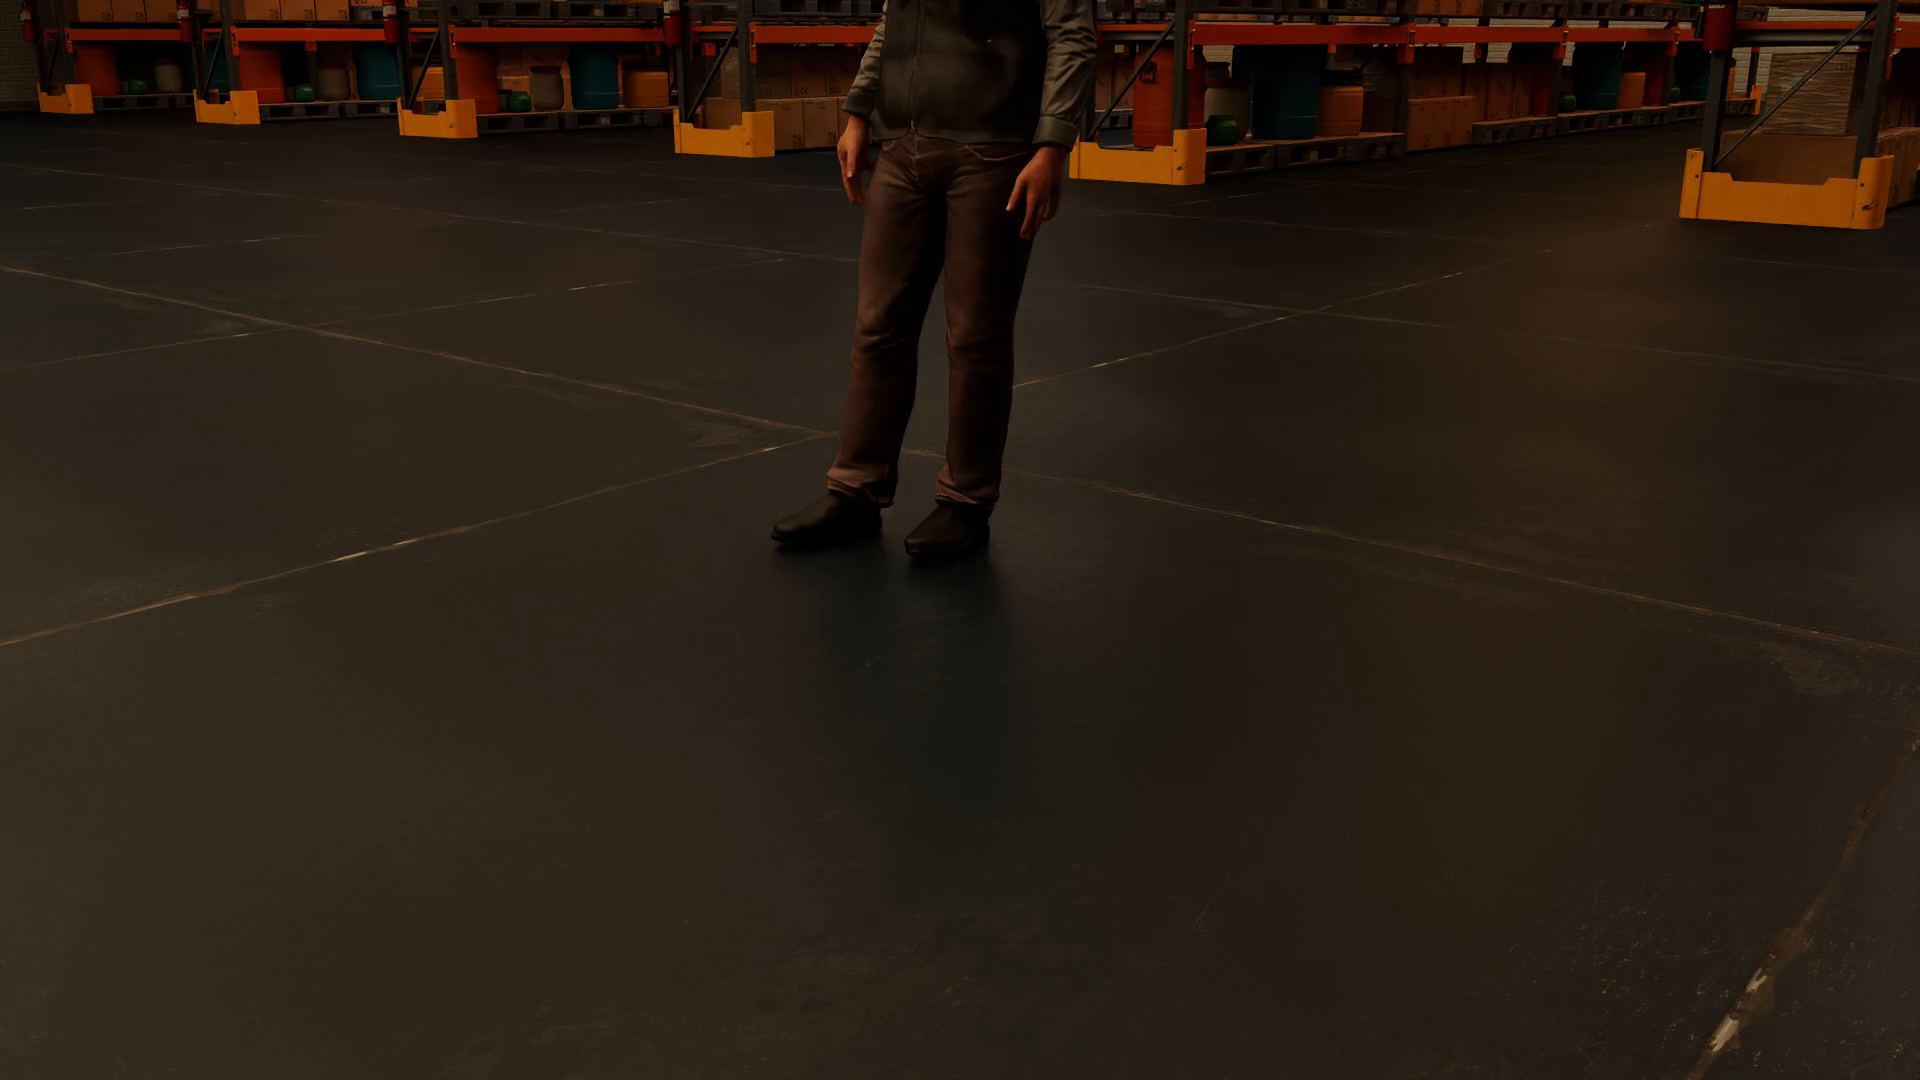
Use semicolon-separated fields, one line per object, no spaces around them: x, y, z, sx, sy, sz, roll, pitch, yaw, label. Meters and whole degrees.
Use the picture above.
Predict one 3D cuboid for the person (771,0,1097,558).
-0.050;-0.816;3.642;0.633;1.722;0.551;13;21;37;person
